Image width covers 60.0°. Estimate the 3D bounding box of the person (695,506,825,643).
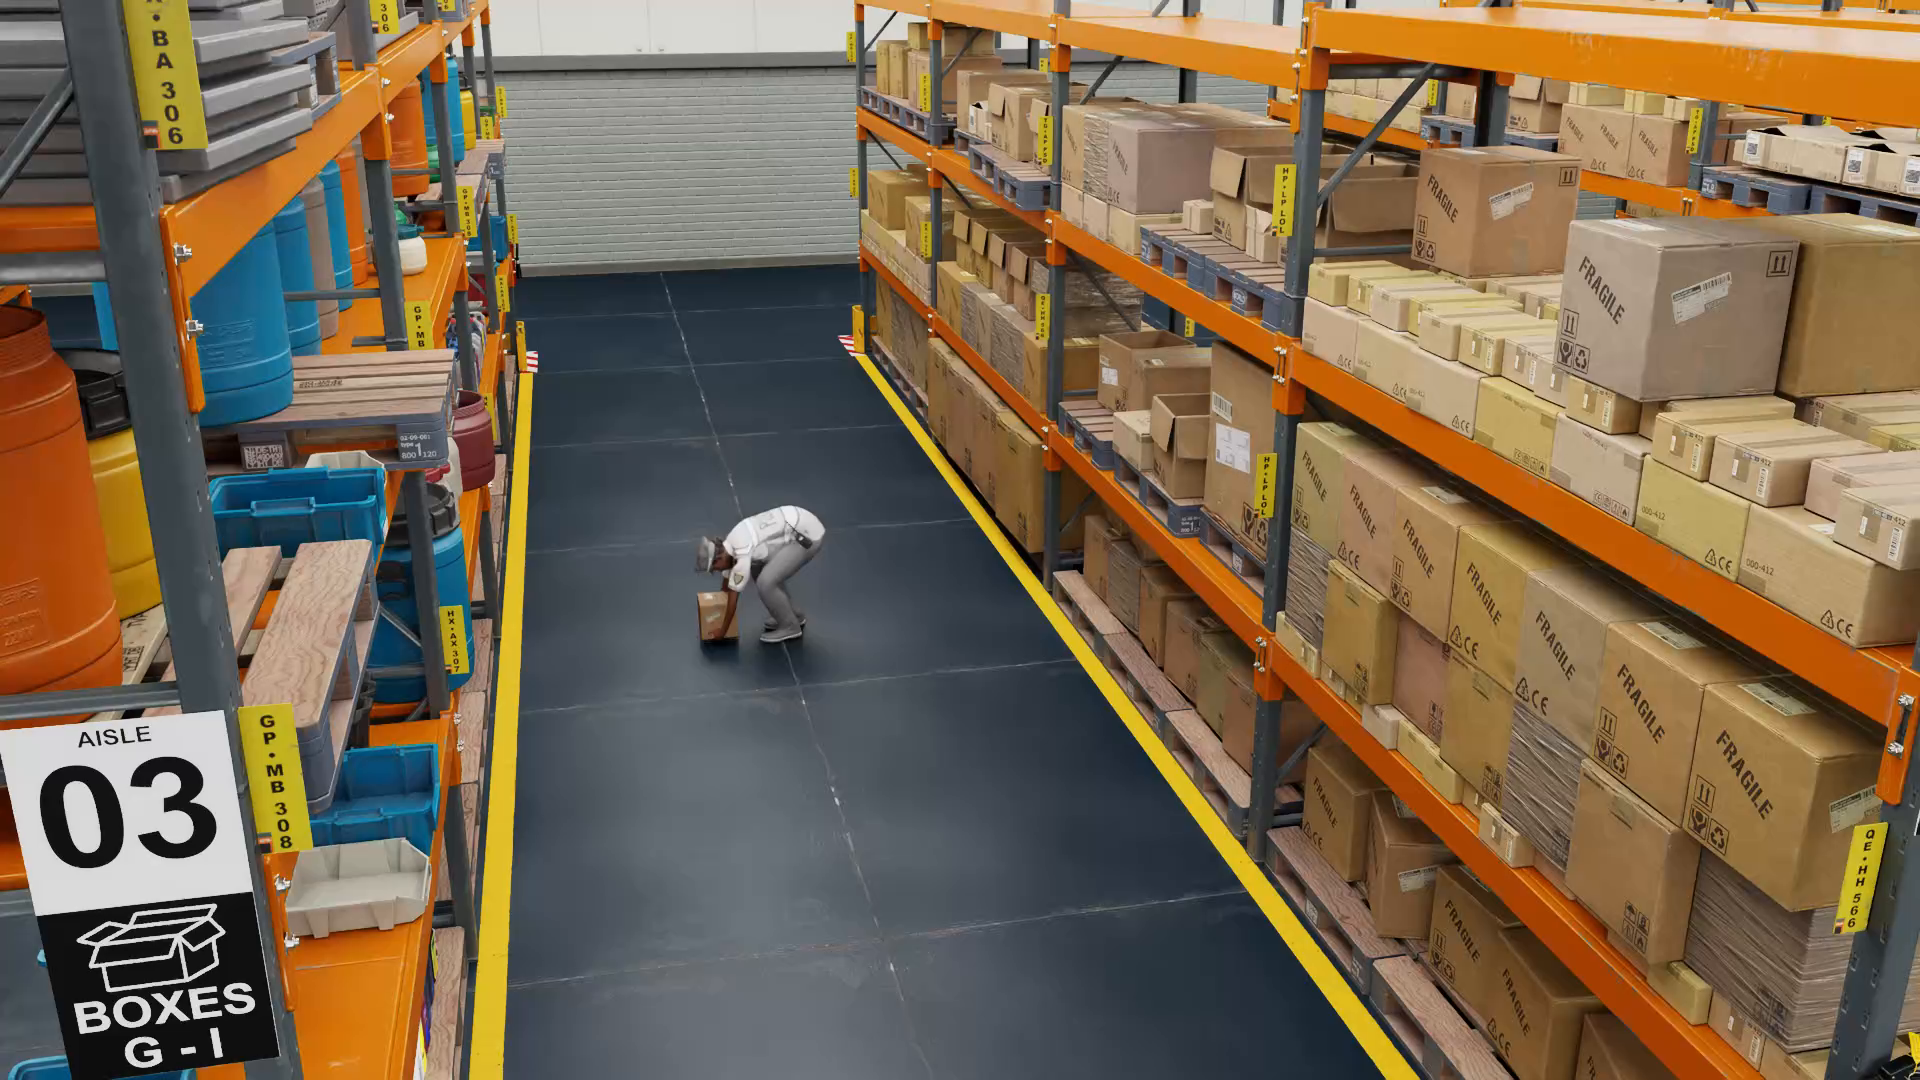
[{"bbox_3d":[-1.380,0.243,11.515,0.904,0.908,0.451,-6,20,-15],"label":"person"}]
